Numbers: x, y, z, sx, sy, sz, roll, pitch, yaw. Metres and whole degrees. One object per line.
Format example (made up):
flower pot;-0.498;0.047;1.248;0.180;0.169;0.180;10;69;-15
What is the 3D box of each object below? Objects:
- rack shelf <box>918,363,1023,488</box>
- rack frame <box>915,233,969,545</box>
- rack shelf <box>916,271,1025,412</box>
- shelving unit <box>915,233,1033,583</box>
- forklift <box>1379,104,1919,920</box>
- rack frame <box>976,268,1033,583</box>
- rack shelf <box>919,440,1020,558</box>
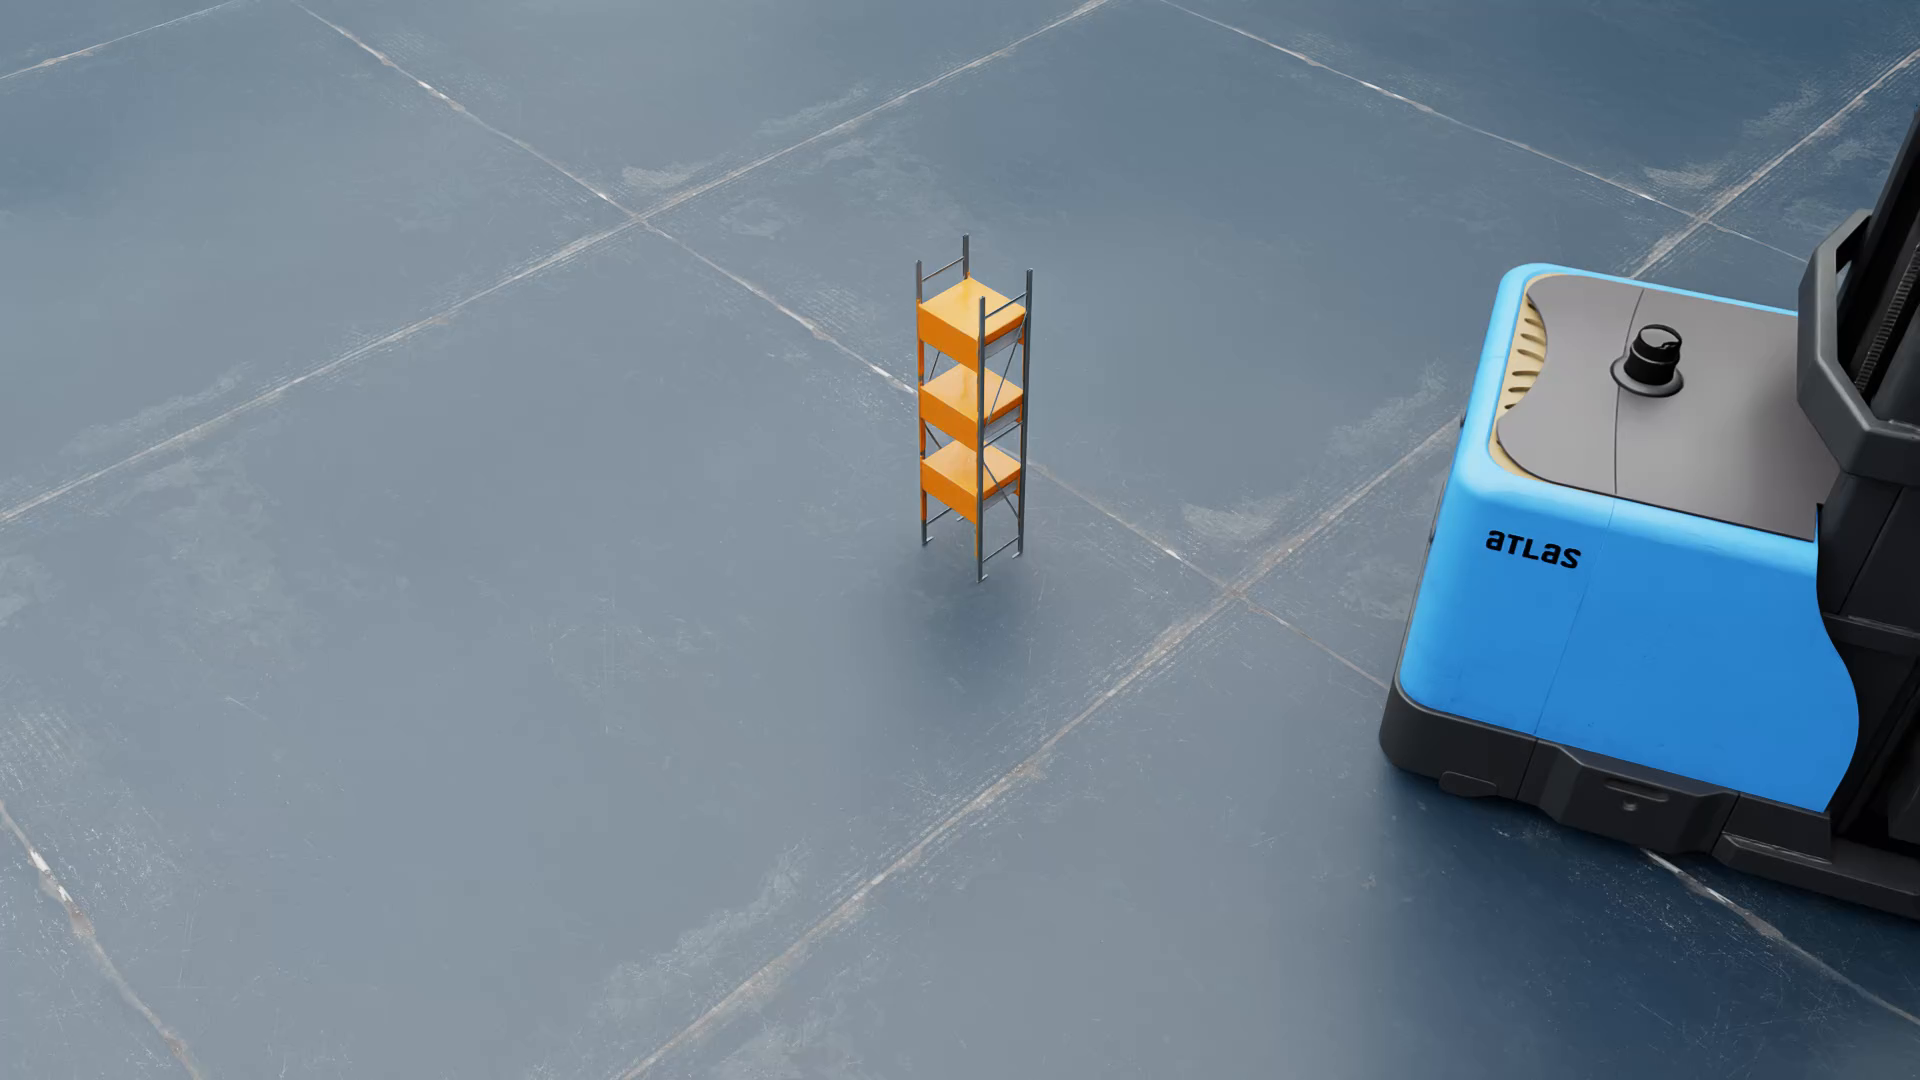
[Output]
rack shelf;0.038;-0.352;4.873;0.215;0.259;0.240;-34;53;-31
rack frame;-0.048;-0.418;4.929;0.200;1.050;0.008;-34;53;-31
rack shelf;0.038;-0.561;4.680;0.215;0.259;0.240;-34;53;-31
shelving unit;0.038;-0.360;4.866;0.215;1.050;0.252;-34;53;-31
forklift;2.717;-0.394;3.516;3.031;2.935;1.130;14;45;15
rack frame;0.124;-0.301;4.802;0.200;1.050;0.008;-34;53;-31
rack shelf;0.038;-0.148;5.062;0.215;0.259;0.240;-34;53;-31
